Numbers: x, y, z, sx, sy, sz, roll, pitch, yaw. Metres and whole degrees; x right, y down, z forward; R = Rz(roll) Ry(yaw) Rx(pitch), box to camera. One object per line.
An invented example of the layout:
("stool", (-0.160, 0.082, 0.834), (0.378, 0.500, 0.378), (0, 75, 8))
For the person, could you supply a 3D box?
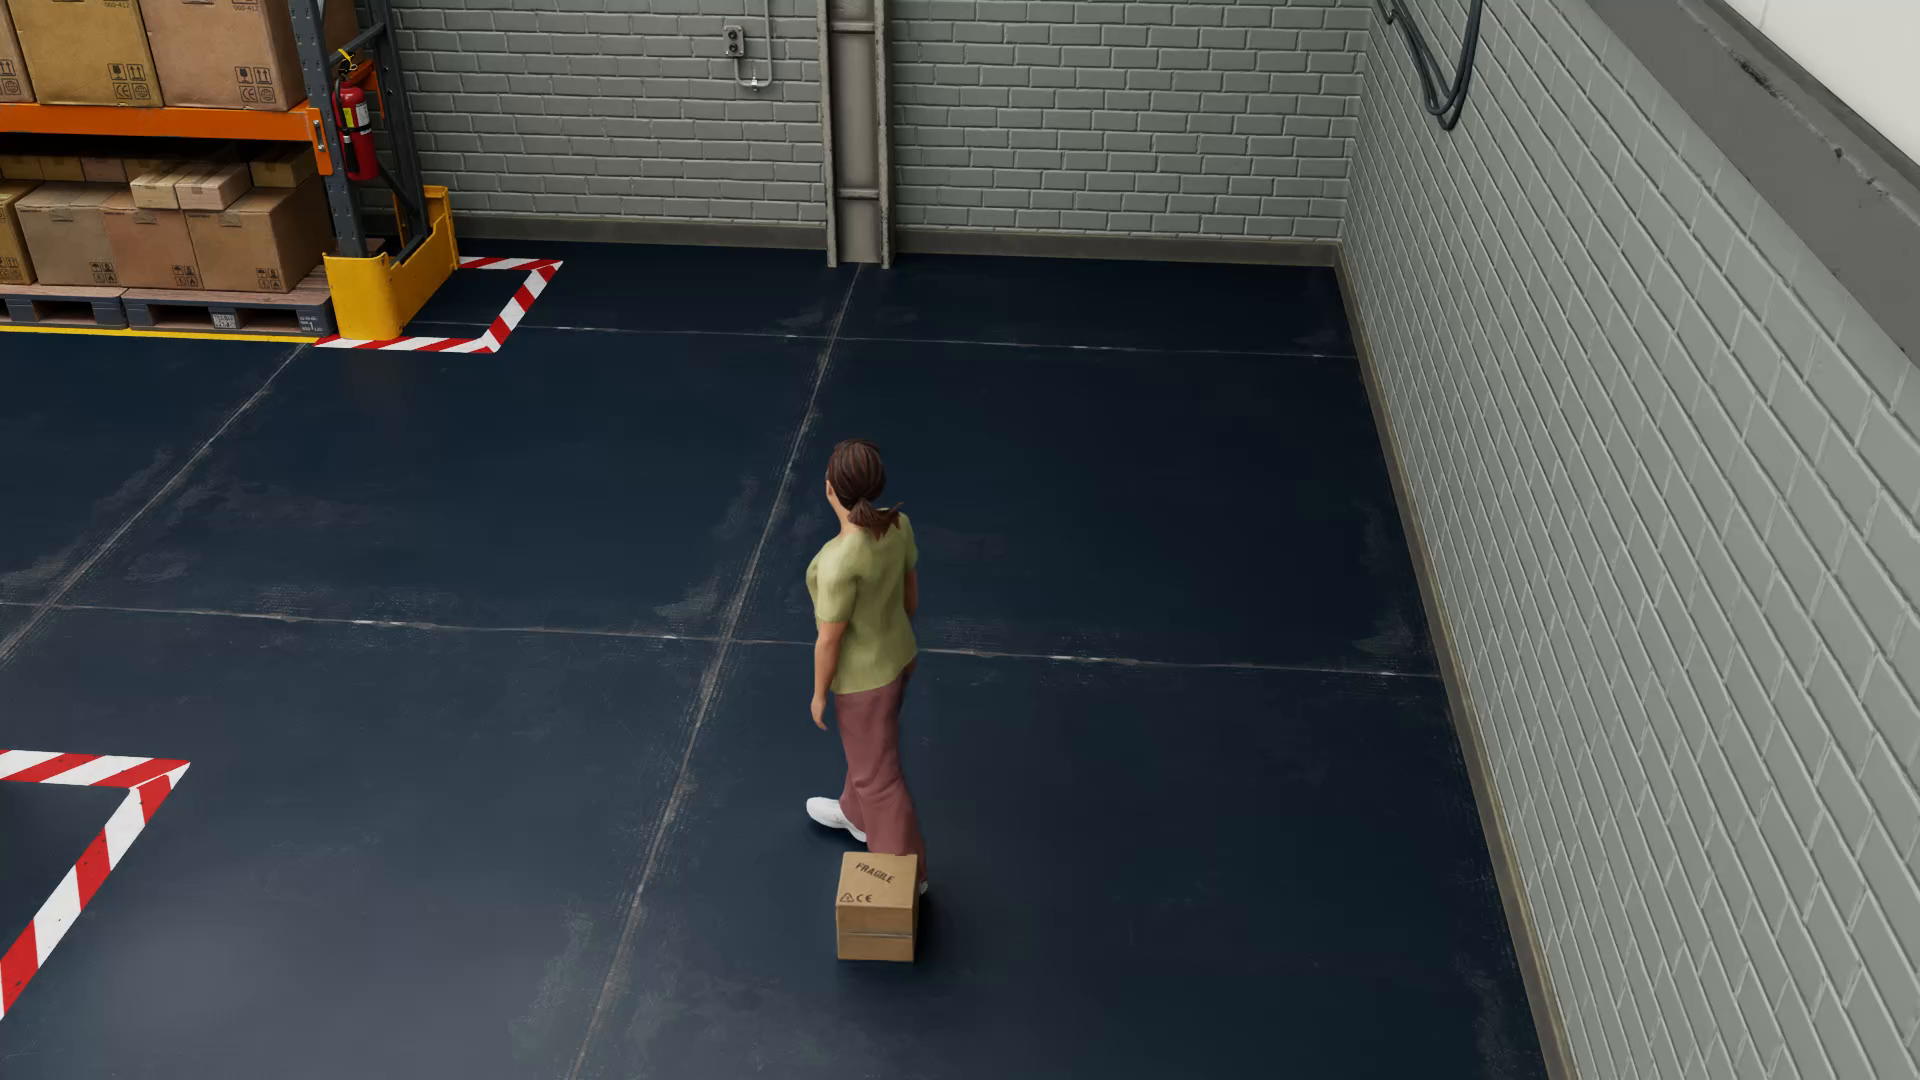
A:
("person", (-0.335, 0.411, 5.440), (0.584, 1.666, 0.550), (13, 34, 20))
